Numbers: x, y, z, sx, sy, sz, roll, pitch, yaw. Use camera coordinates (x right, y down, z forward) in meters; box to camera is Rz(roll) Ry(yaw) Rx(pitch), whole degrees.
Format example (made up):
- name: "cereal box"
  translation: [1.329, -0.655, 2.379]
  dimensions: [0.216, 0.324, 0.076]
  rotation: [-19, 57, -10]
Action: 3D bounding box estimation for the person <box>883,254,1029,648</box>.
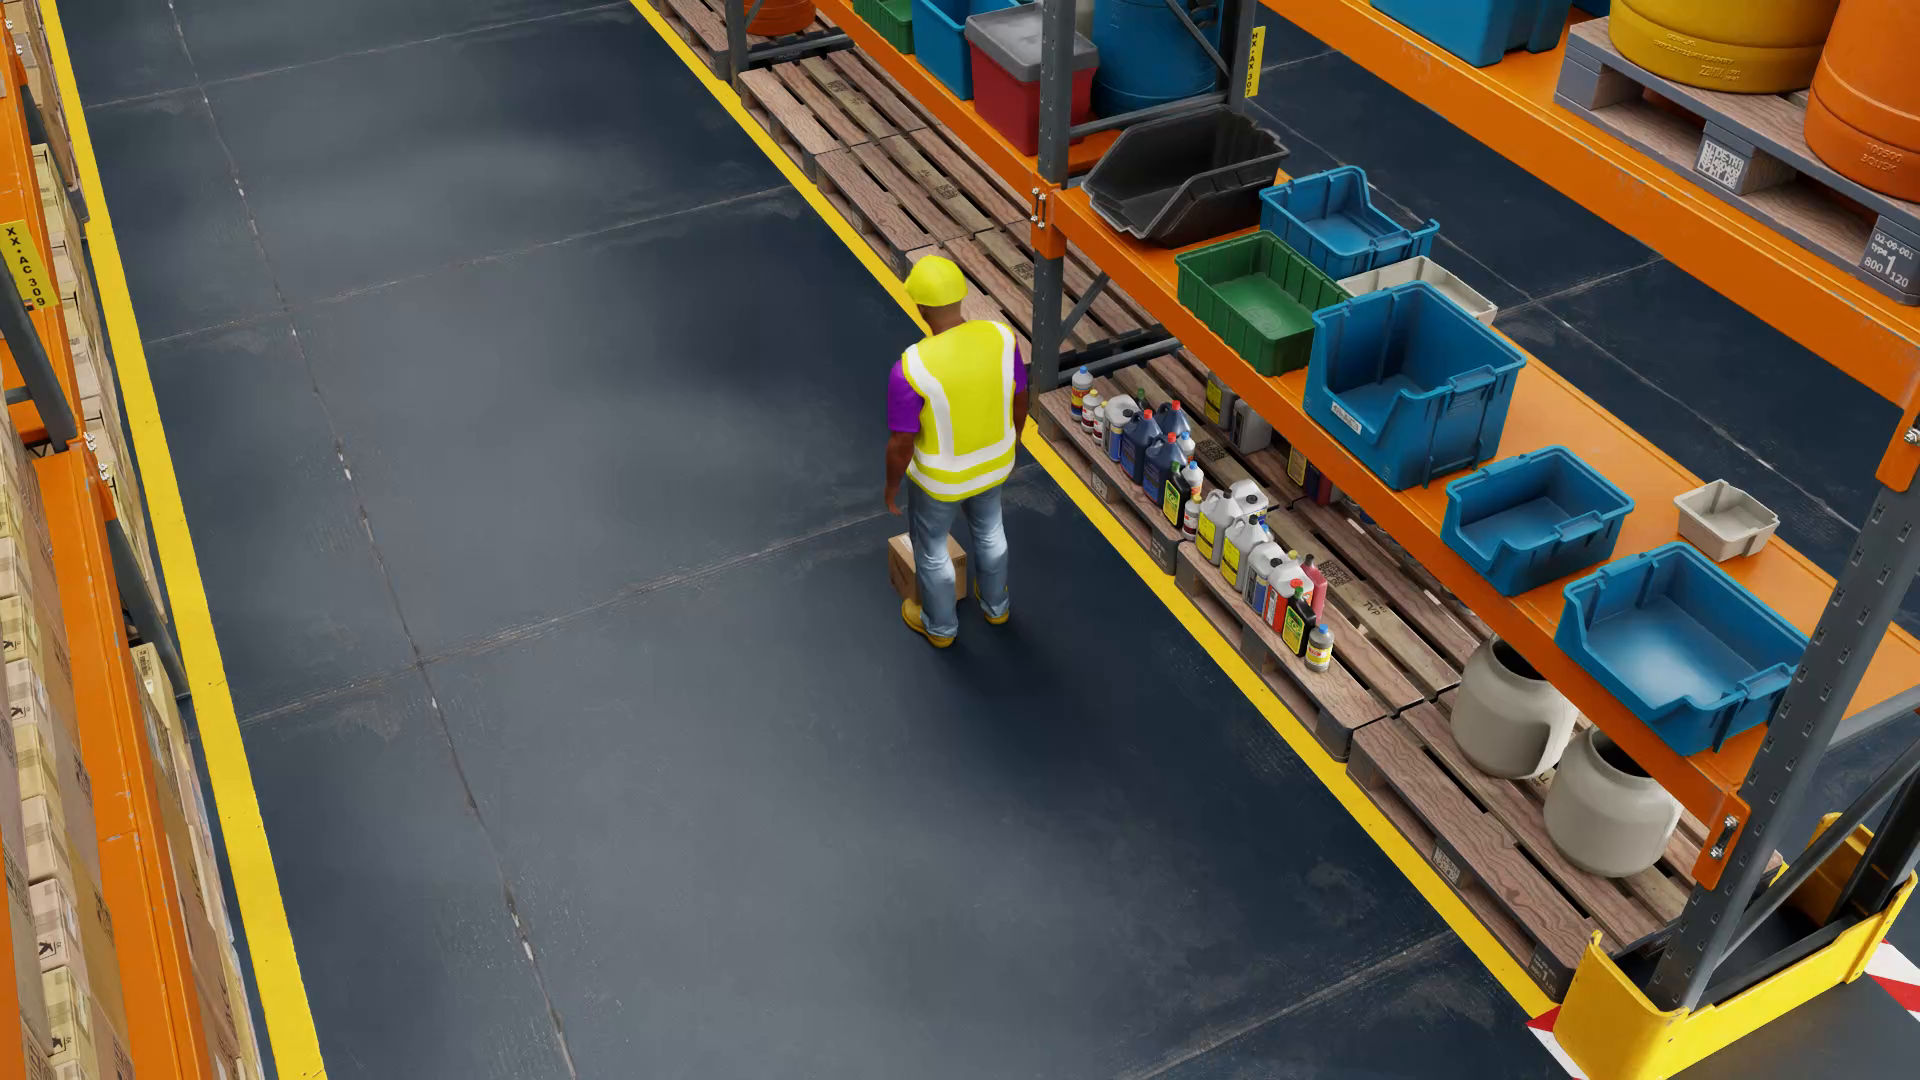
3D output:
- name: "person"
  translation: [-0.027, -0.318, 6.511]
  dimensions: [0.626, 1.759, 0.463]
  rotation: [-20, 45, -22]
